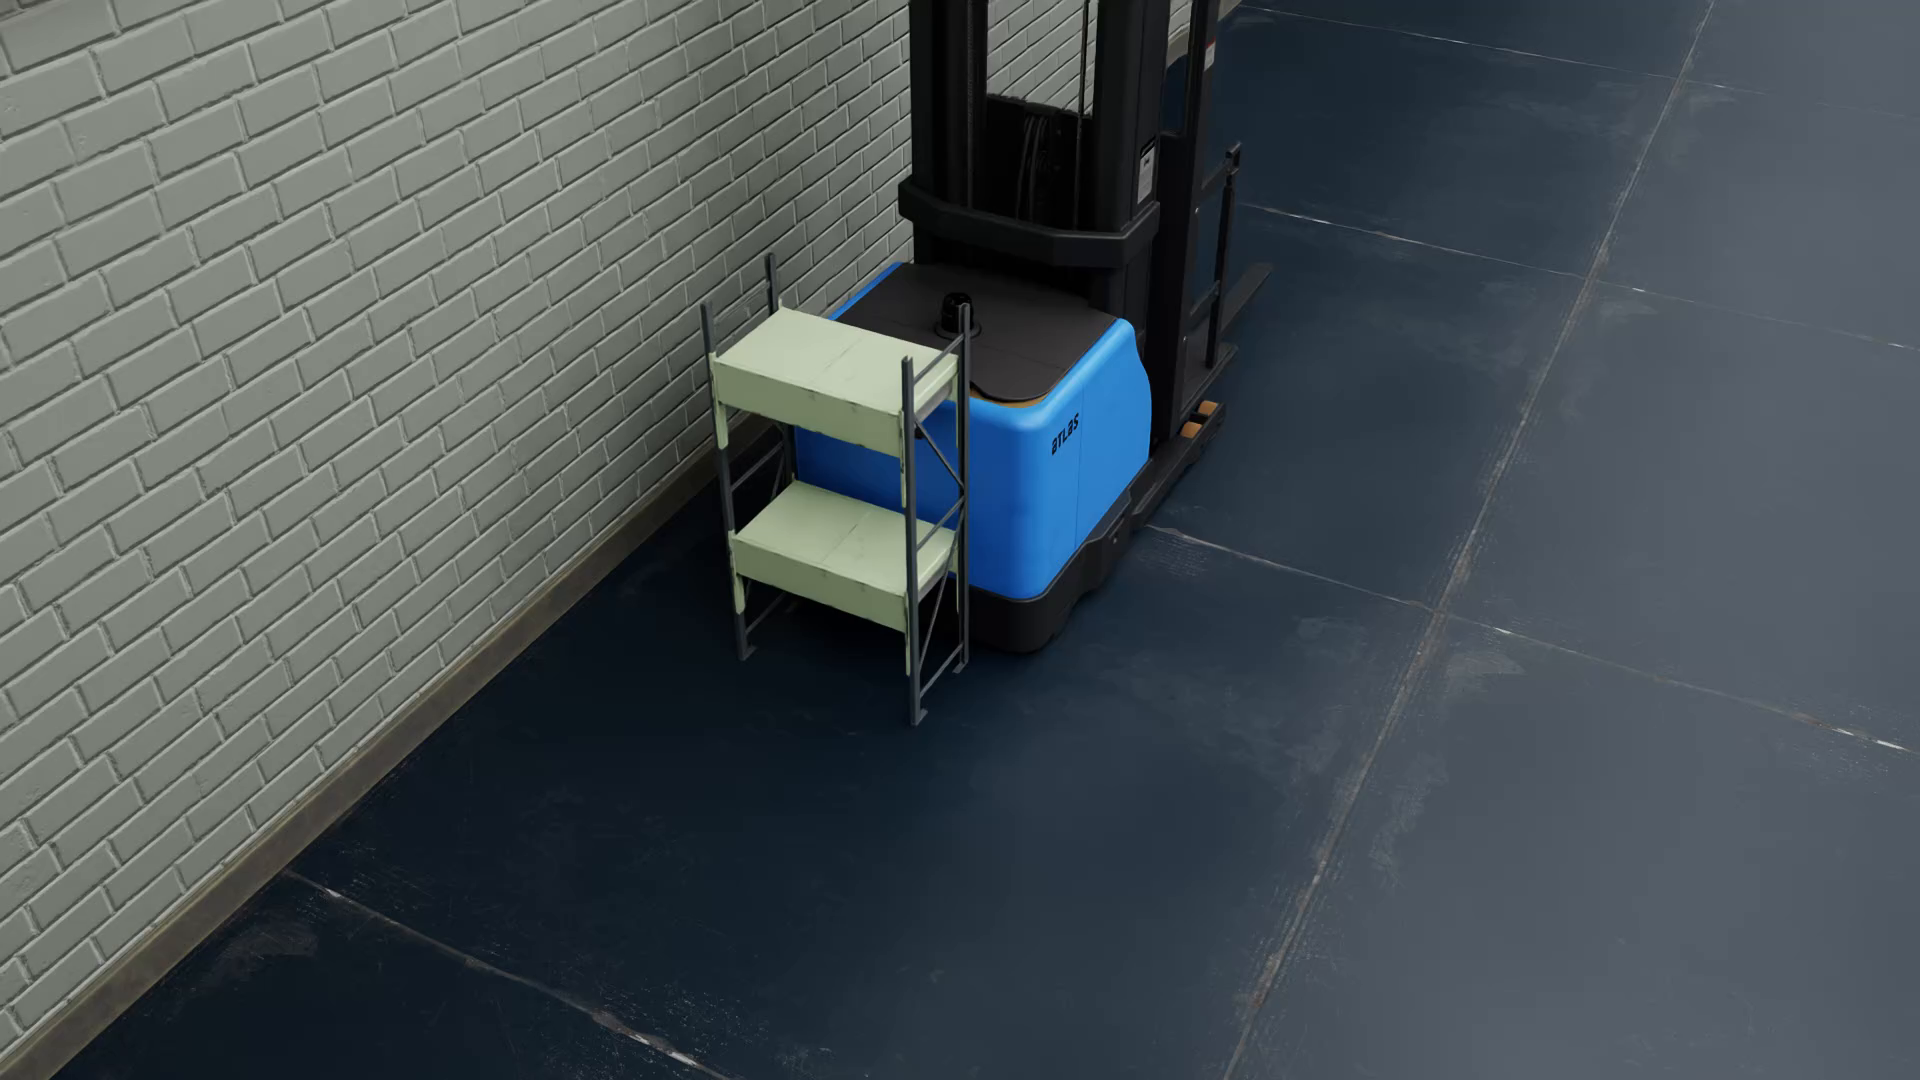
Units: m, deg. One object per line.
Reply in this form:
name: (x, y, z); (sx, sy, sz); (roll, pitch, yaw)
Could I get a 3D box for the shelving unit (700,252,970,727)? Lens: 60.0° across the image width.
shelving unit: (-0.395, -0.149, 5.705); (0.755, 1.500, 0.431); (18, 41, 22)

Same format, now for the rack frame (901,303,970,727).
rack frame: (-0.072, -0.044, 5.567); (0.023, 1.500, 0.400); (18, 41, 22)

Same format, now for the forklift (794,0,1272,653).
forklift: (0.519, -1.631, 6.474); (1.130, 2.935, 3.031); (18, 41, 22)

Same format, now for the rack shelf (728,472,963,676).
rack shelf: (-0.395, 0.111, 5.903); (0.720, 0.370, 0.431); (18, 41, 22)

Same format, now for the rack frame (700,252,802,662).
rack frame: (-0.717, -0.254, 5.843); (0.023, 1.500, 0.400); (18, 41, 22)

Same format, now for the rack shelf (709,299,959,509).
rack shelf: (-0.395, -0.459, 5.469); (0.720, 0.370, 0.431); (18, 41, 22)
